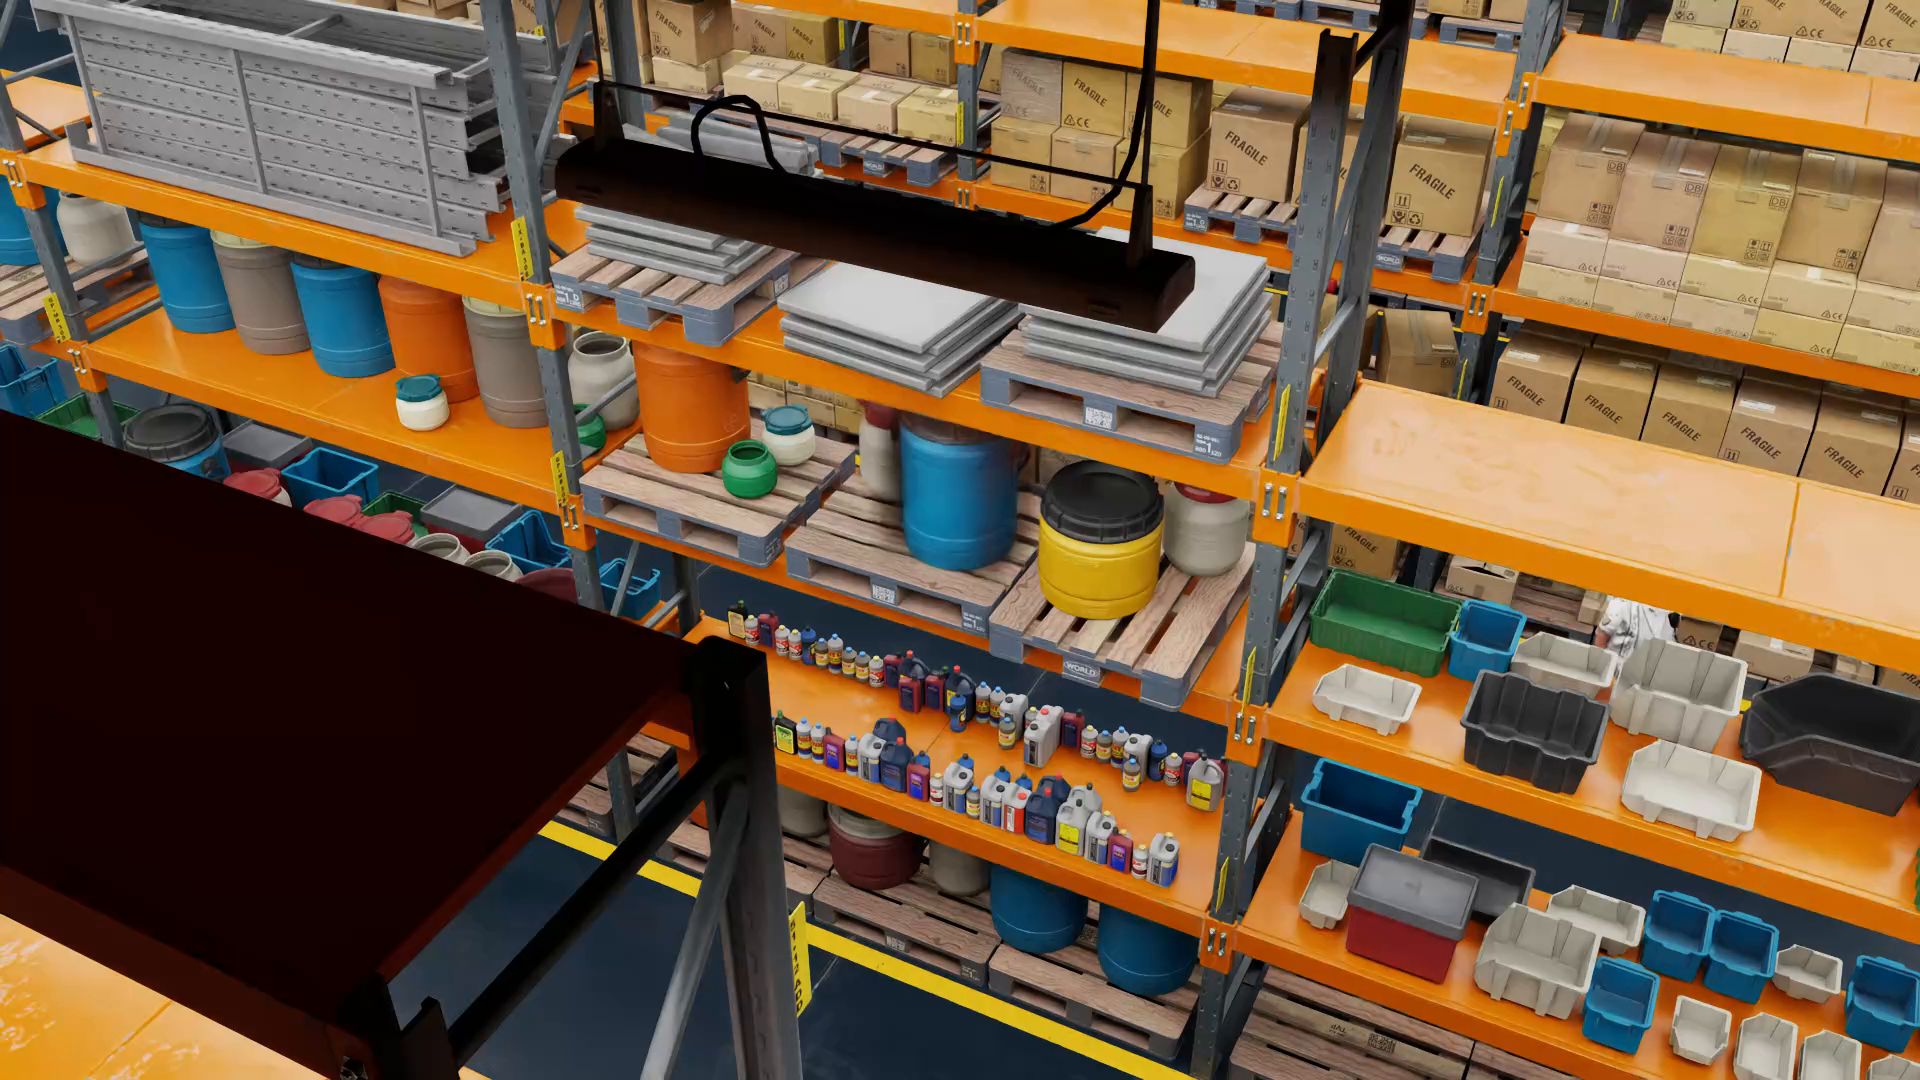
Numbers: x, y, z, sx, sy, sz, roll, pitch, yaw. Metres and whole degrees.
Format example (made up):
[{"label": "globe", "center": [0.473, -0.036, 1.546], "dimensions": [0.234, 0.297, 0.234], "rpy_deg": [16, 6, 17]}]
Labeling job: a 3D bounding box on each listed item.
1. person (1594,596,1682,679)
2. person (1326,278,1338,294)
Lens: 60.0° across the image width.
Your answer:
[{"label": "person", "center": [4.470, 0.850, 11.128], "dimensions": [0.575, 1.761, 0.552], "rpy_deg": [-7, 36, -10]}, {"label": "person", "center": [3.040, -1.956, 15.190], "dimensions": [0.710, 1.736, 0.558], "rpy_deg": [7, 36, 9]}]
